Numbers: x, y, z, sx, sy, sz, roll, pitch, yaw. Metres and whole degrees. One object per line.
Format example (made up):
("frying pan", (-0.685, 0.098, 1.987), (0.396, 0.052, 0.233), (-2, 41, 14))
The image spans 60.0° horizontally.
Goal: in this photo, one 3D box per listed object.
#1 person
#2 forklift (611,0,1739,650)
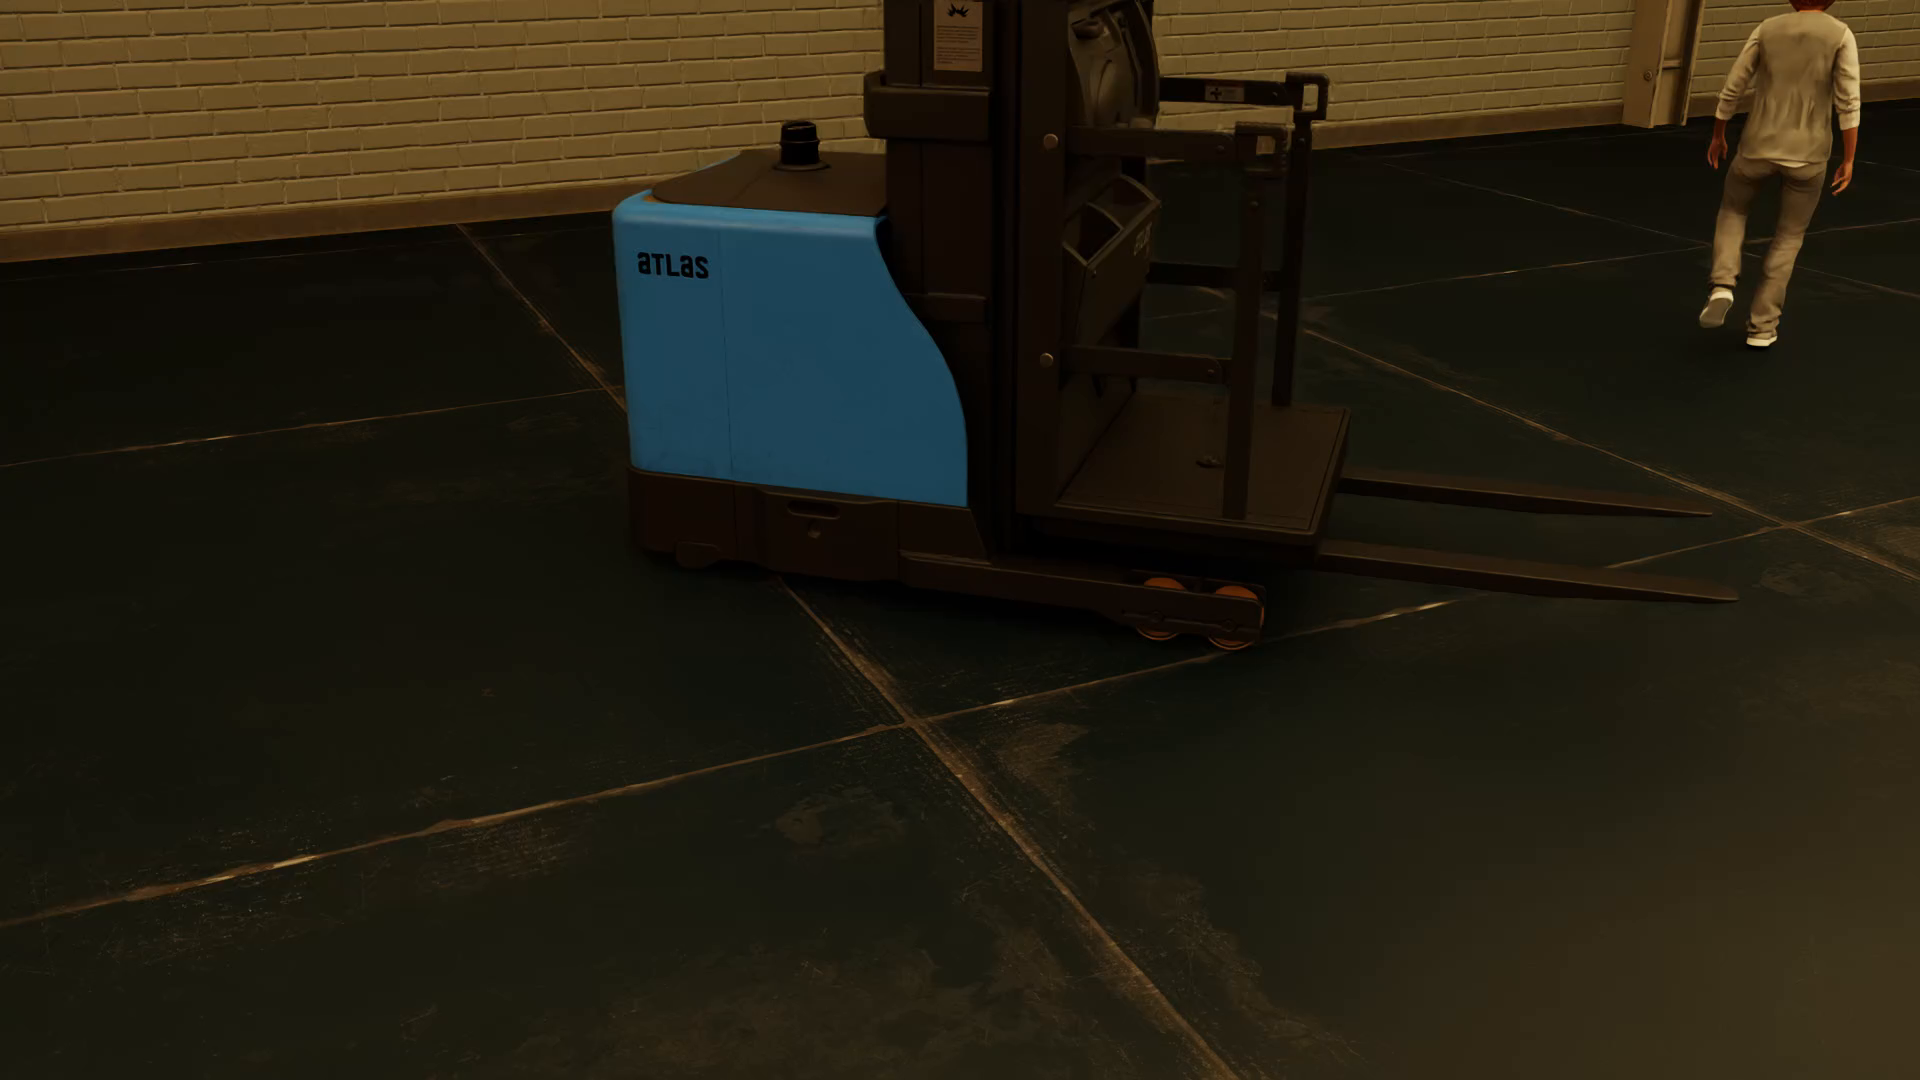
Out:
("person", (3.391, -1.588, 6.879), (0.566, 1.577, 0.419), (13, 26, 28))
("forklift", (0.601, -1.290, 4.391), (3.031, 2.935, 1.130), (7, 23, 16))
